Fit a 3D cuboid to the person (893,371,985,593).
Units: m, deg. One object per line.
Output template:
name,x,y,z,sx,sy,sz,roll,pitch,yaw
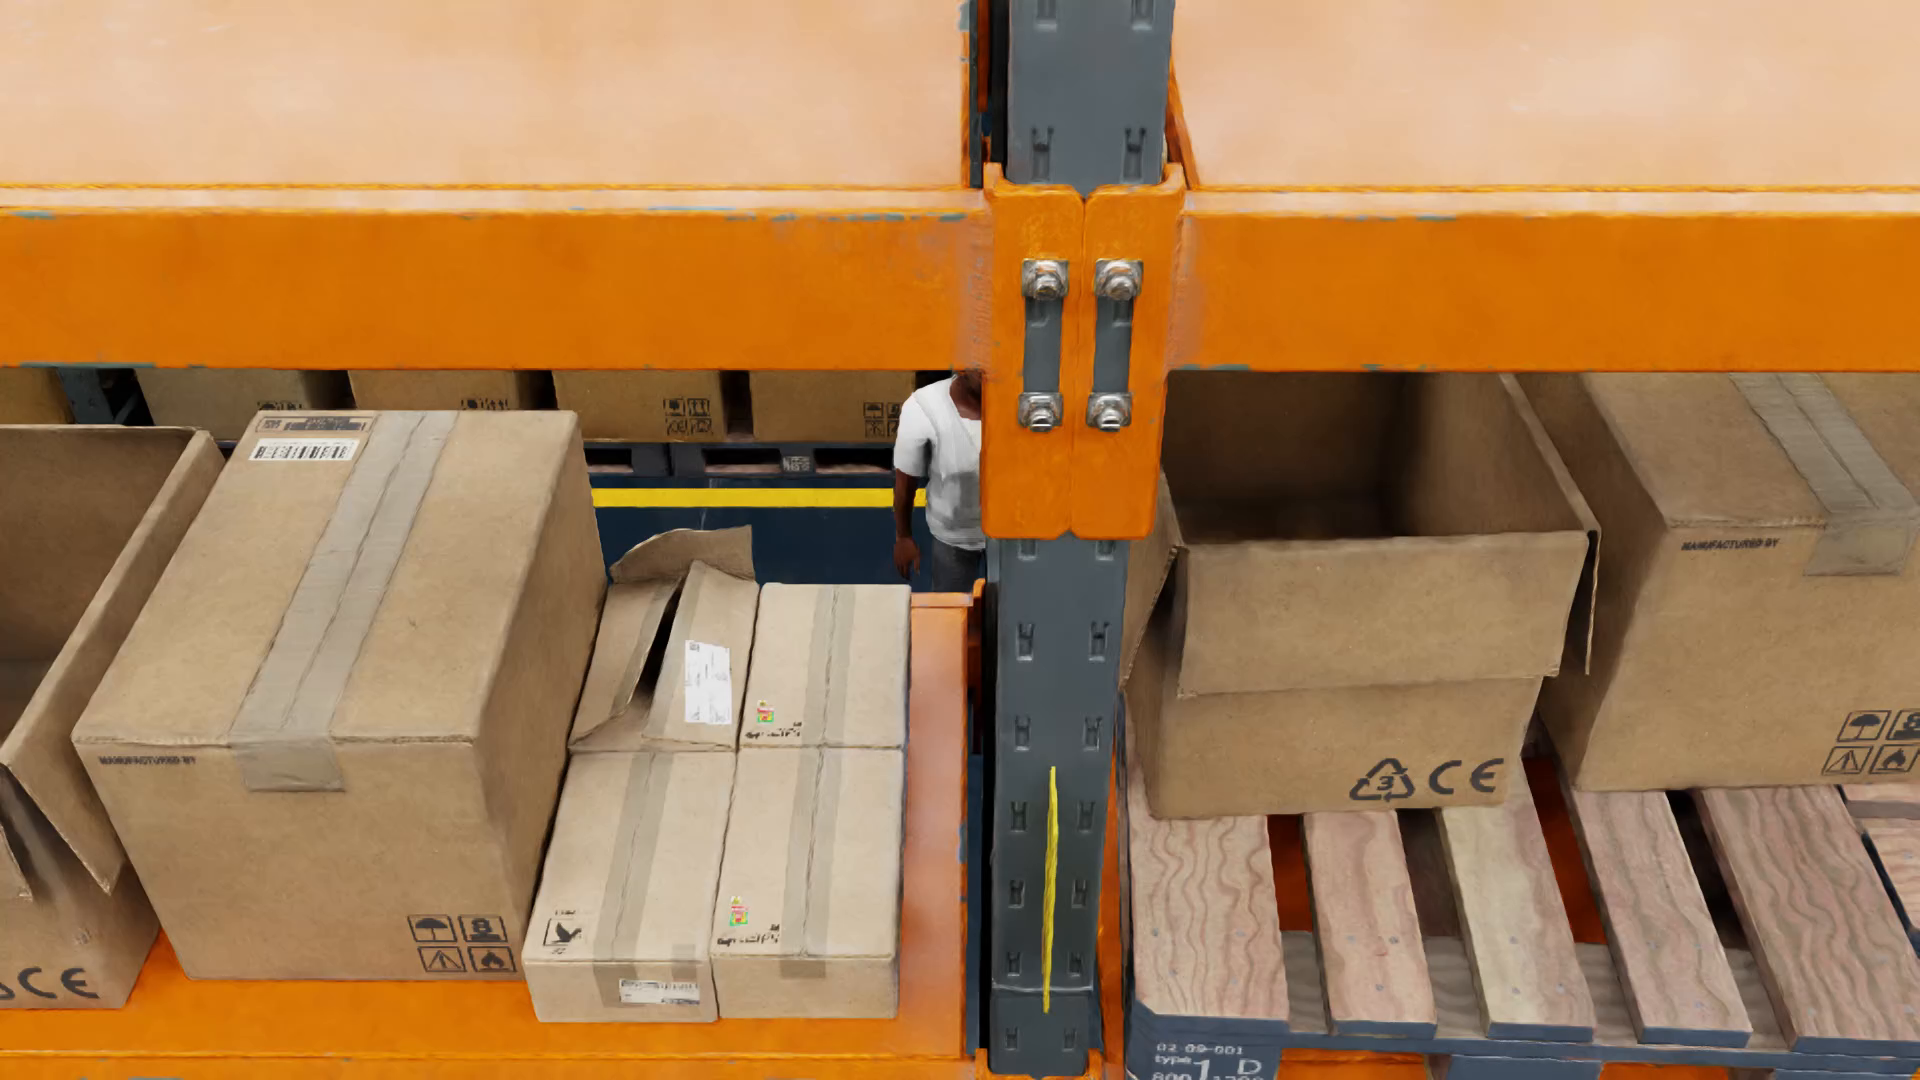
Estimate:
person,0.070,-0.046,6.148,0.650,1.774,0.386,-7,40,-9
